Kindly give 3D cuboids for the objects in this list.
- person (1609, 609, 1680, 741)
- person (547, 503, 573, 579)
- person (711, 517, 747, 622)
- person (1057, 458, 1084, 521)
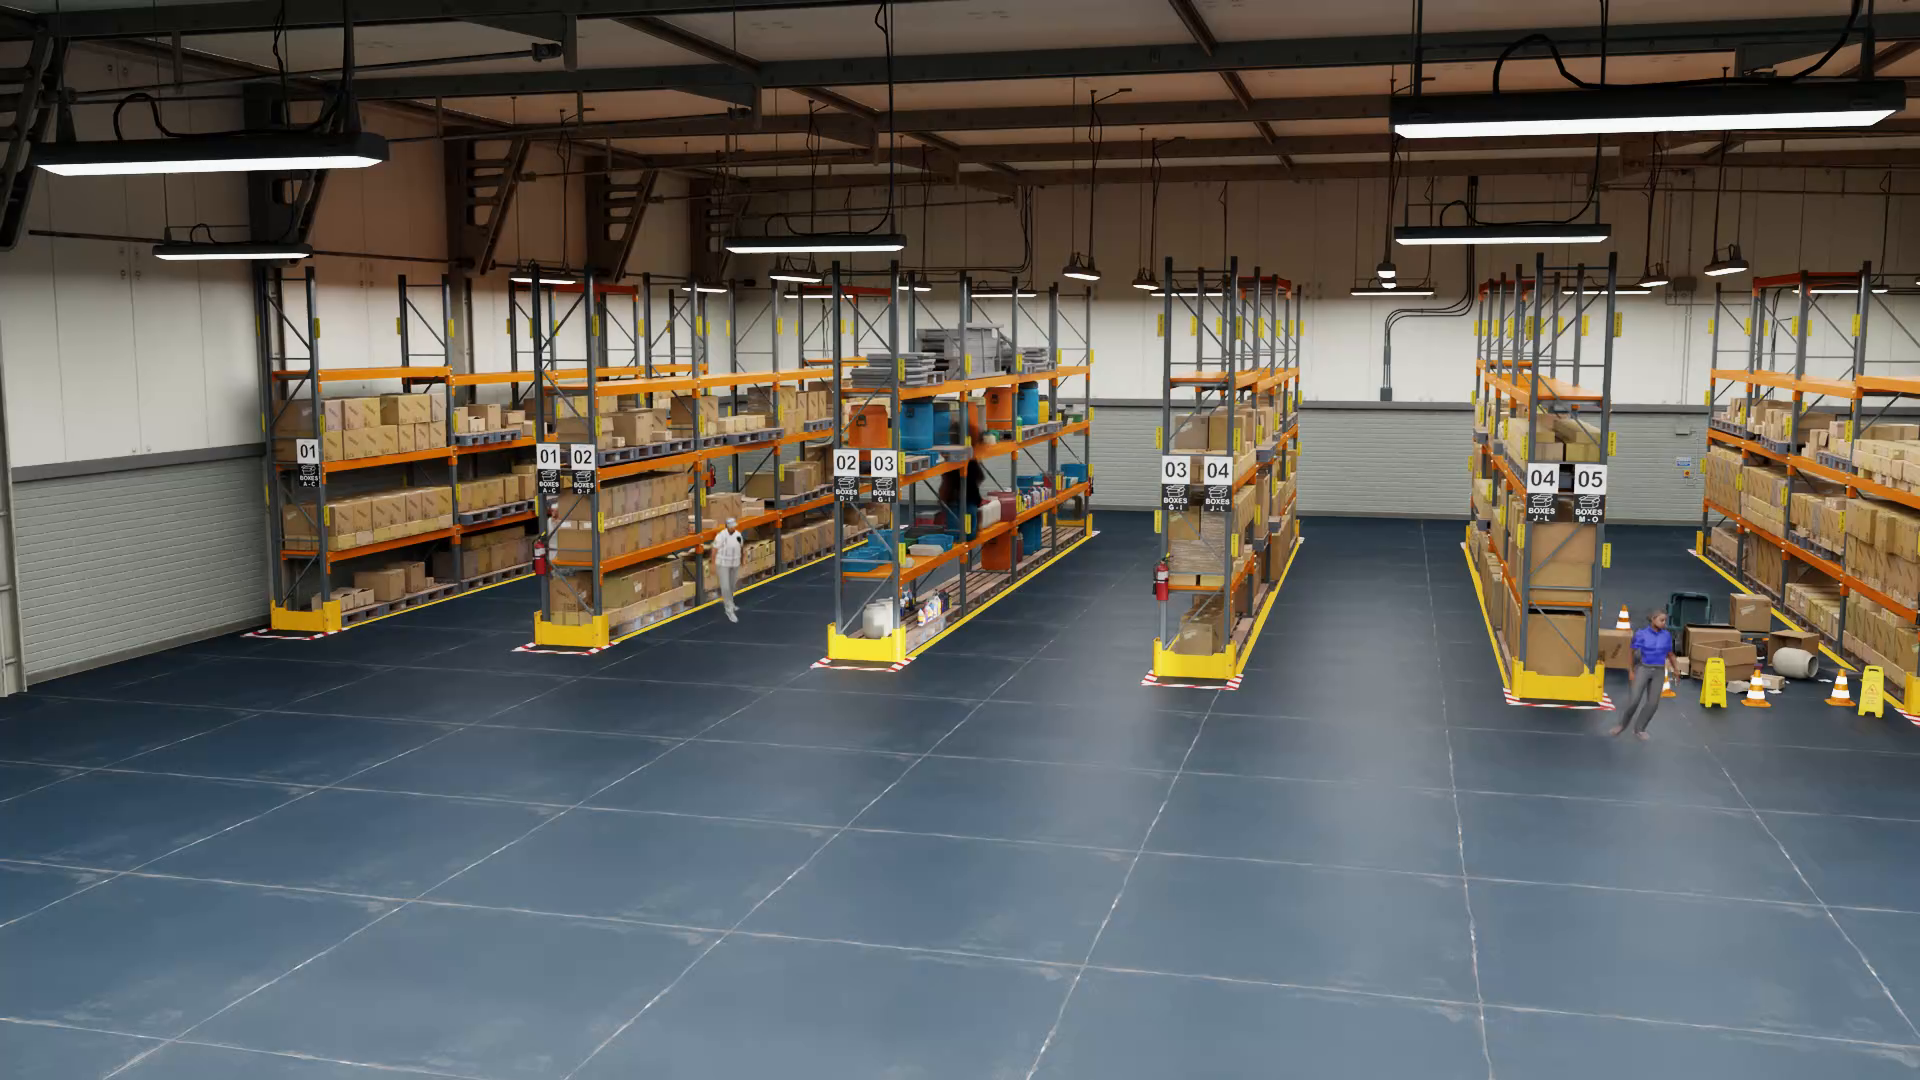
[{"bbox_3d":[8.331,1.659,20.211,0.704,1.643,0.594,-1,7,-5],"label":"person"},{"bbox_3d":[-7.598,0.160,31.478,0.659,1.729,0.644,1,7,8],"label":"person"},{"bbox_3d":[-3.835,0.466,27.434,0.582,1.735,0.701,-6,10,-41],"label":"person"},{"bbox_3d":[2.755,-1.246,42.887,1.066,1.744,0.760,3,8,24],"label":"person"}]
